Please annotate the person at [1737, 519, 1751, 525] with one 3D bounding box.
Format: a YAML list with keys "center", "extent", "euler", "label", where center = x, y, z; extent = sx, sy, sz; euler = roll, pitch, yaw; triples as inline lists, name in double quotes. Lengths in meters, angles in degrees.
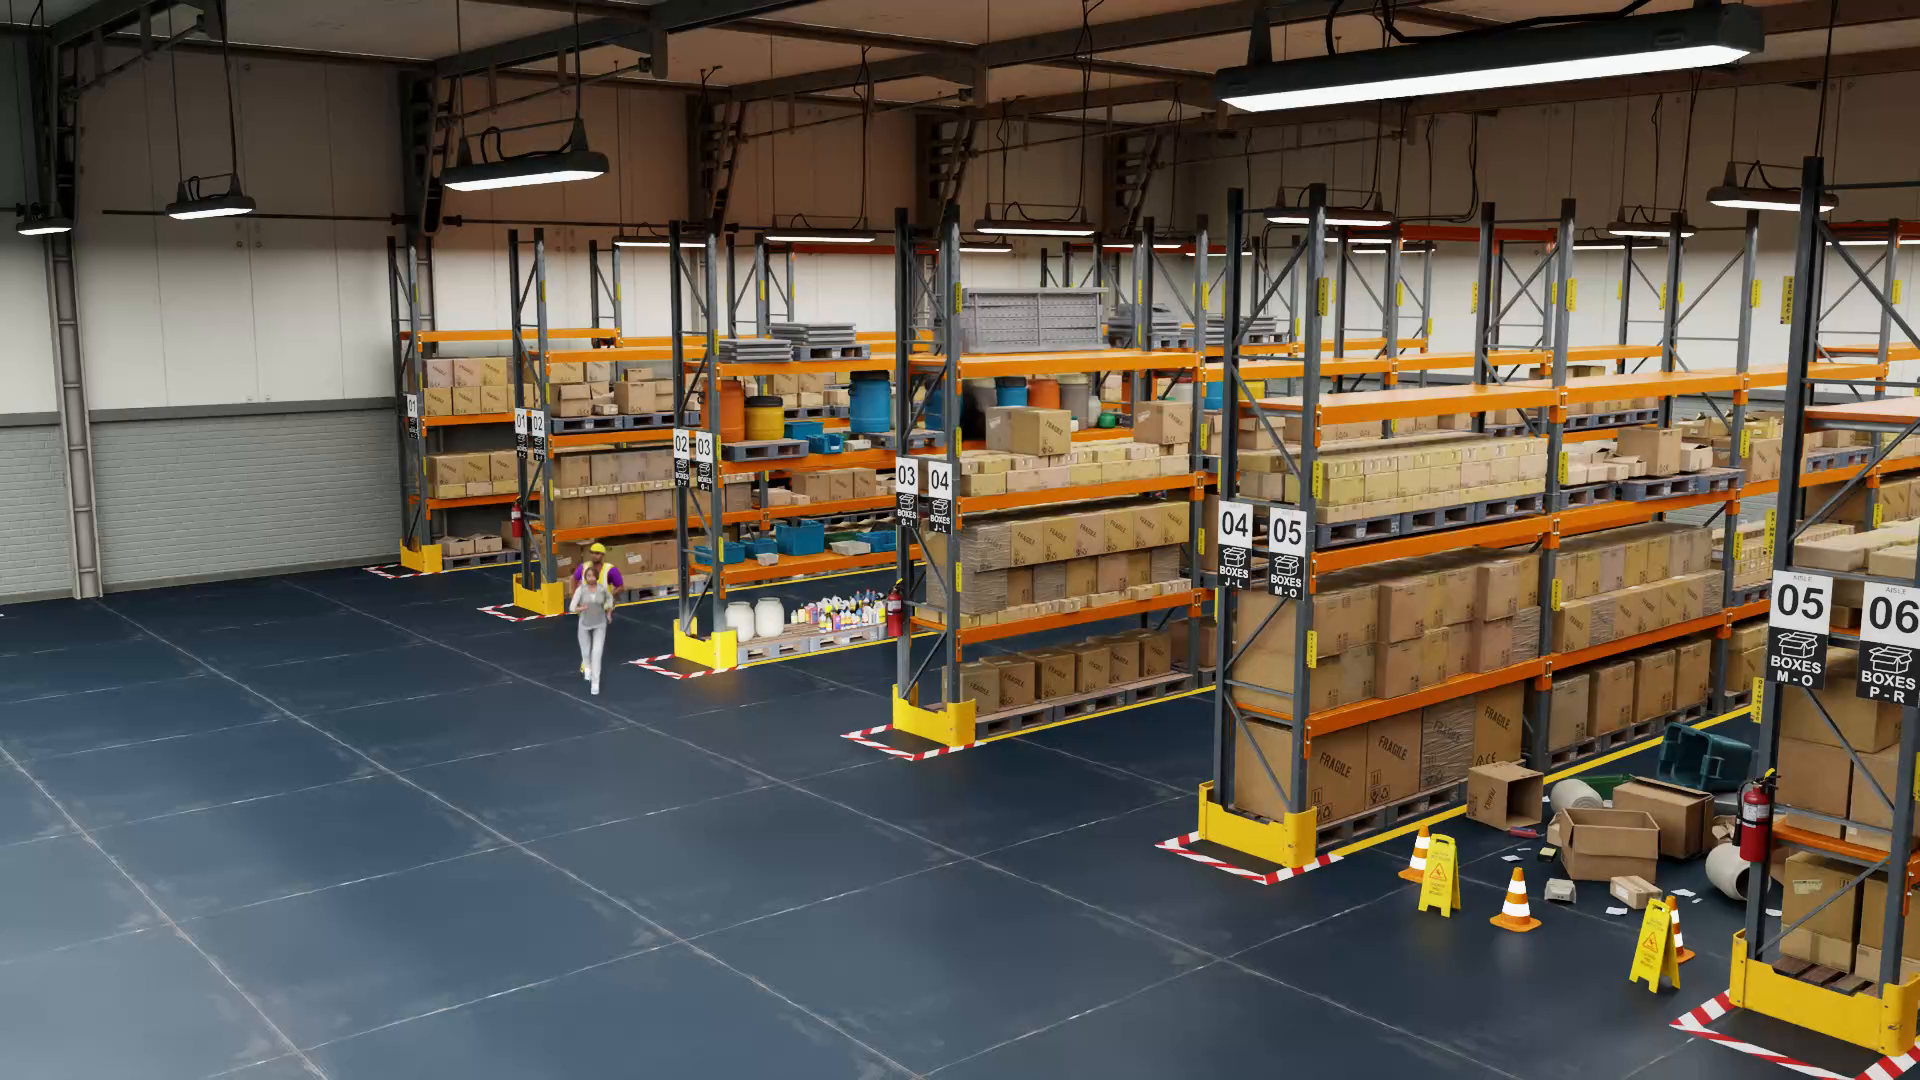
- center: [11.886, 0.494, 25.137]
  extent: [0.801, 1.622, 0.619]
  euler: [-5, 10, -30]
  label: "person"

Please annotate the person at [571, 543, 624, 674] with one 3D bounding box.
- center: [-4.836, 0.918, 22.157]
  extent: [0.731, 1.779, 0.610]
  euler: [0, 9, 1]
  label: "person"

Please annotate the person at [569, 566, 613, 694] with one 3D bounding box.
- center: [-4.677, 1.109, 21.147]
  extent: [0.543, 1.578, 0.872]
  euler: [-2, 9, -11]
  label: "person"
